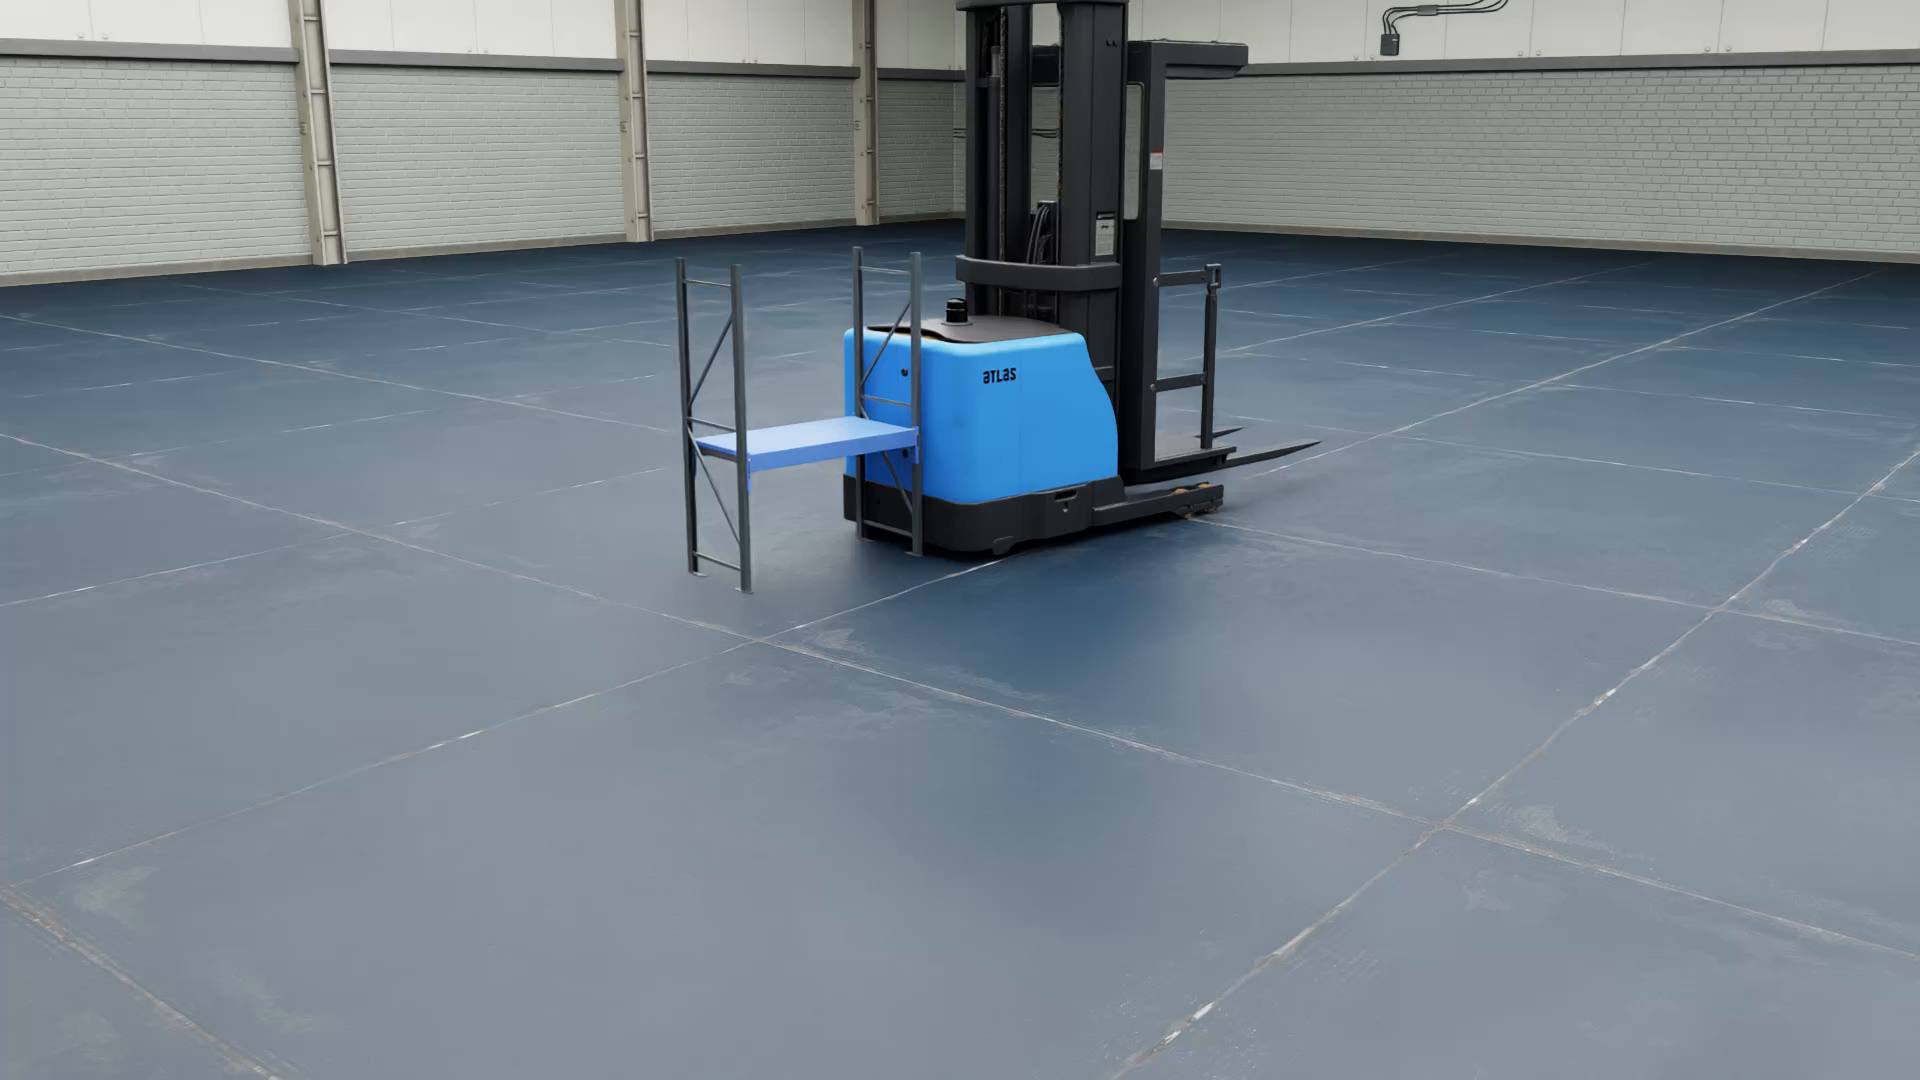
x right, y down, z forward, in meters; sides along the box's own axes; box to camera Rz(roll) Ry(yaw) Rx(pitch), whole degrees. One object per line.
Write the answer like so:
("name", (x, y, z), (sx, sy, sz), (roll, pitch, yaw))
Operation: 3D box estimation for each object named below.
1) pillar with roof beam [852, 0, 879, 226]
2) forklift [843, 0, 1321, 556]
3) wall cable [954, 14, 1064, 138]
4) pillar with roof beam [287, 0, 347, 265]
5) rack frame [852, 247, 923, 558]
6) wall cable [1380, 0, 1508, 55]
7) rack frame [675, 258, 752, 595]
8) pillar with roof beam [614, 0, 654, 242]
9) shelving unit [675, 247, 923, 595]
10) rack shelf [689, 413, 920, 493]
("pillar with roof beam", (1.453, -10.130, 30.224), (9.100, 9.000, 0.400), (11, 18, 38))
("forklift", (0.829, -1.622, 9.056), (3.031, 2.935, 1.130), (-12, 19, -39))
("wall cable", (0.985, -9.651, 34.644), (3.097, 2.526, 0.112), (11, 18, 38))
("pillar with roof beam", (-6.089, -7.832, 21.178), (9.100, 9.000, 0.400), (11, 18, 38))
("rack frame", (-0.362, -0.686, 8.277), (0.032, 1.500, 0.500), (-12, 19, -39))
("wall cable", (8.359, -11.332, 28.048), (2.305, 6.003, 0.169), (11, 18, 38))
("rack frame", (-1.131, -0.522, 7.633), (0.032, 1.500, 0.500), (-12, 19, -39))
("pillar with roof beam", (-2.318, -8.981, 25.701), (9.100, 9.000, 0.400), (11, 18, 38))
("shelving unit", (-0.746, -0.604, 7.955), (1.048, 1.500, 0.538), (-12, 19, -39))
("rack shelf", (-0.746, -0.430, 7.999), (1.000, 0.185, 0.538), (-12, 19, -39))
